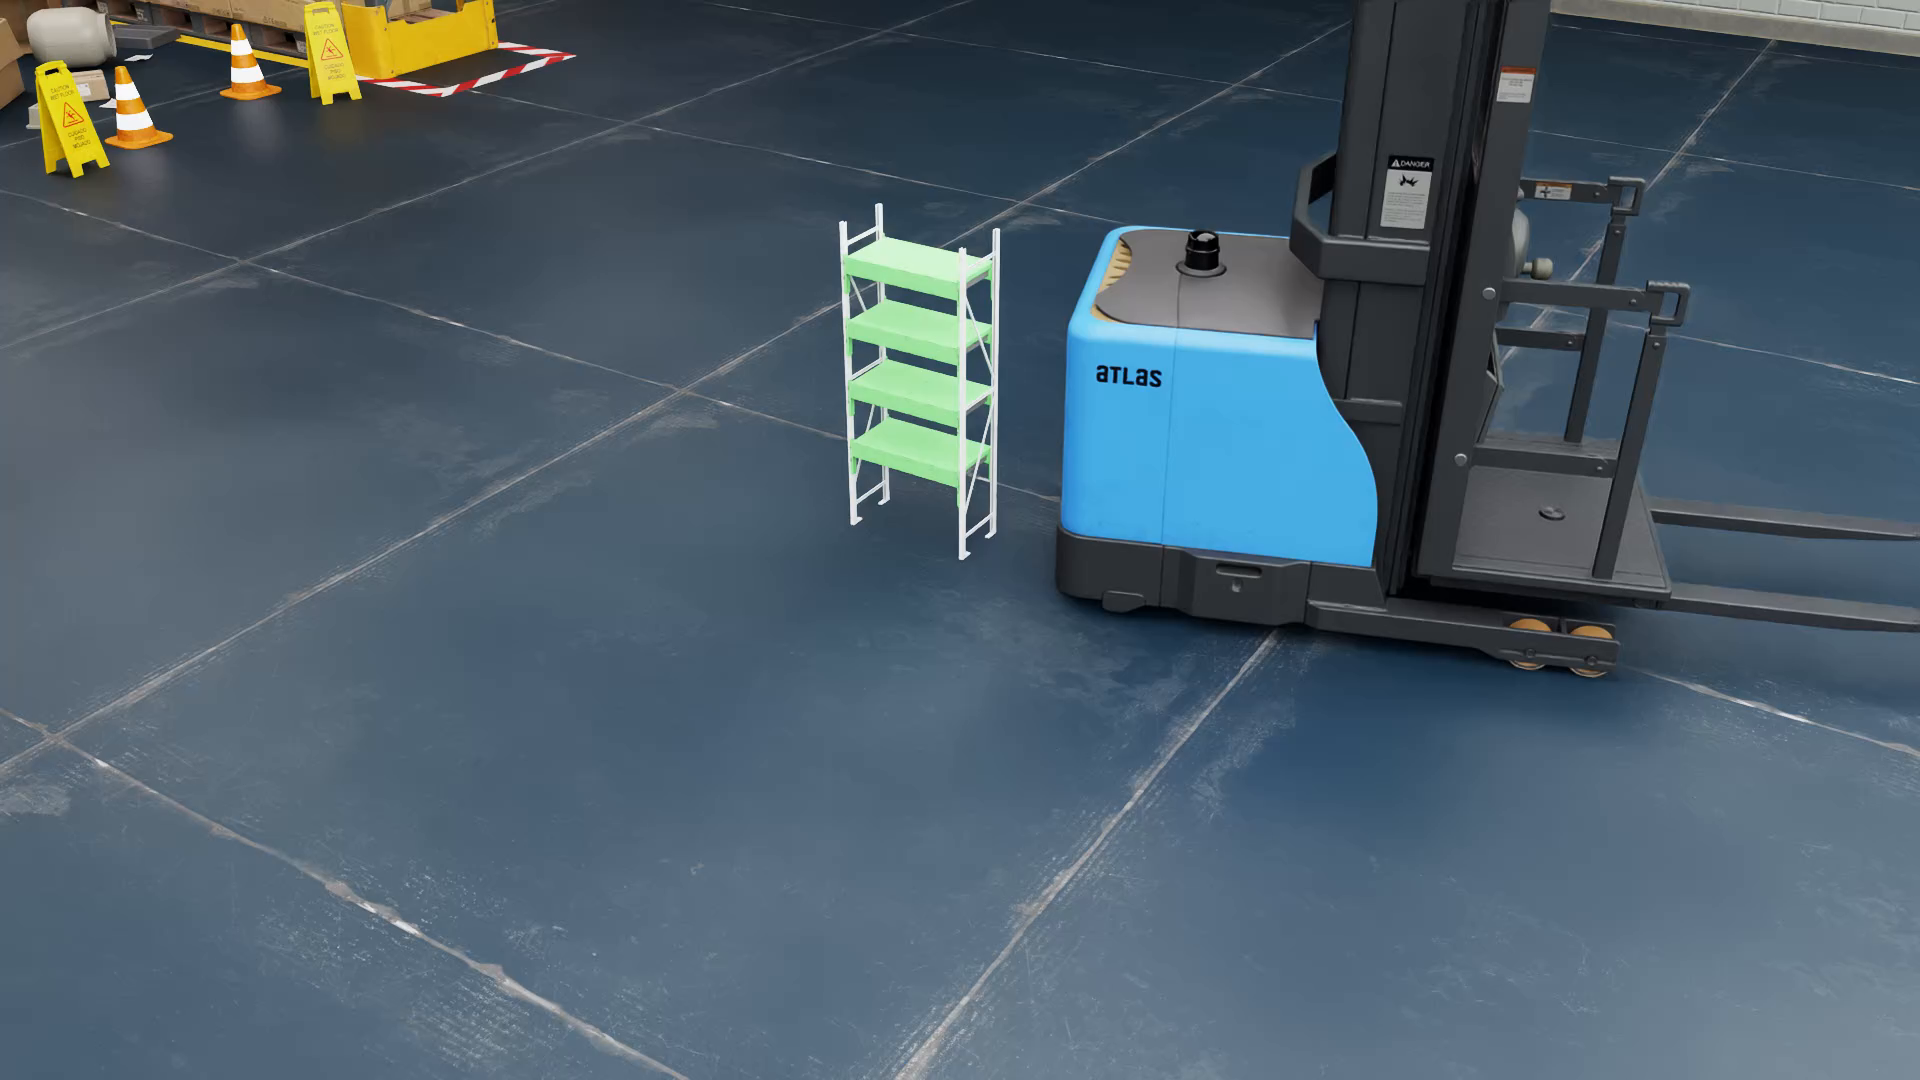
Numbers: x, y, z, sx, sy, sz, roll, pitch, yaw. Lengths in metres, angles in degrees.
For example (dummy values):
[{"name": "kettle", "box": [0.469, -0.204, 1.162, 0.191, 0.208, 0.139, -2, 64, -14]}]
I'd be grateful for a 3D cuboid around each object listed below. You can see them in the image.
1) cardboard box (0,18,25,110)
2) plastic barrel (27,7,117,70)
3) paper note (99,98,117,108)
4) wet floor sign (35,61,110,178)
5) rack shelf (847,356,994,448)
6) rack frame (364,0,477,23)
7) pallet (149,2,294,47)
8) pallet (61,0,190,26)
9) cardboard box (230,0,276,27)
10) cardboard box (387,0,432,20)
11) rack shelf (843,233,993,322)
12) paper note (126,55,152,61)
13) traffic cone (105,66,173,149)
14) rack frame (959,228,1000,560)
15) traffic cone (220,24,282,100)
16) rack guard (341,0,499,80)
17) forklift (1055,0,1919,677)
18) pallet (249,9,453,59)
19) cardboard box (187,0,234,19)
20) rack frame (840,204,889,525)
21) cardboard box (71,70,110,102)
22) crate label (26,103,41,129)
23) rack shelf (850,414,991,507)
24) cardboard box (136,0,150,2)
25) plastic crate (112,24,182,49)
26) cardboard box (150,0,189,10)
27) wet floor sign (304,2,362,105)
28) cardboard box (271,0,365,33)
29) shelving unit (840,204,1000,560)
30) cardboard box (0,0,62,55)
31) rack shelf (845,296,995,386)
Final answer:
[{"name": "cardboard box", "box": [-6.729, -3.165, 11.175, 0.637, 0.503, 0.797, -4, 30, -7]}, {"name": "plastic barrel", "box": [-6.449, -3.647, 12.082, 0.512, 0.421, 0.421, -9, 32, -15]}, {"name": "paper note", "box": [-5.754, -2.974, 11.318, 0.142, 0.019, 0.148, 6, 31, 10]}, {"name": "wet floor sign", "box": [-5.364, -2.533, 9.952, 0.232, 0.644, 0.267, 12, 32, 19]}, {"name": "rack shelf", "box": [-0.140, -0.507, 6.056, 0.480, 0.148, 0.258, 18, 35, 27]}, {"name": "rack frame", "box": [-3.895, -4.853, 11.592, 0.127, 3.000, 1.000, 18, 35, 27]}, {"name": "pallet", "box": [-5.658, -4.229, 13.289, 1.213, 0.211, 1.003, 18, 35, 27]}, {"name": "pallet", "box": [-6.695, -4.555, 13.848, 1.213, 0.211, 1.003, 18, 35, 27]}, {"name": "cardboard box", "box": [-5.157, -4.090, 12.597, 0.500, 0.250, 0.500, 18, 35, 28]}, {"name": "cardboard box", "box": [-4.431, -4.181, 12.751, 0.500, 0.250, 0.500, 17, 34, 27]}, {"name": "rack shelf", "box": [-0.140, -0.922, 5.814, 0.480, 0.148, 0.258, 18, 35, 27]}, {"name": "paper note", "box": [-6.116, -3.598, 12.387, 0.148, 0.019, 0.142, 6, 31, 10]}, {"name": "traffic cone", "box": [-5.247, -2.757, 10.516, 0.334, 0.463, 0.336, 18, 35, 27]}, {"name": "rack frame", "box": [0.066, -0.497, 5.912, 0.015, 1.200, 0.240, 18, 35, 27]}, {"name": "traffic cone", "box": [-4.945, -3.322, 11.485, 0.334, 0.463, 0.336, 18, 35, 27]}, {"name": "rack guard", "box": [-3.959, -3.793, 12.256, 0.348, 0.500, 1.175, 18, 35, 27]}, {"name": "forklift", "box": [1.906, -1.109, 5.242, 3.031, 2.935, 1.130, 6, 31, 11]}, {"name": "pallet", "box": [-4.629, -3.901, 12.728, 1.213, 0.211, 1.003, 18, 35, 27]}, {"name": "cardboard box", "box": [-5.603, -4.228, 12.833, 0.500, 0.250, 0.500, 16, 34, 26]}, {"name": "rack frame", "box": [-0.347, -0.628, 6.136, 0.015, 1.200, 0.240, 18, 35, 27]}, {"name": "cardboard box", "box": [-6.078, -3.110, 11.434, 0.380, 0.149, 0.250, -15, 33, -24]}, {"name": "crate label", "box": [-5.946, -2.800, 10.914, 0.298, 0.136, 0.250, 1, 30, 2]}, {"name": "rack shelf", "box": [-0.140, -0.300, 6.177, 0.480, 0.148, 0.258, 18, 35, 27]}, {"name": "cardboard box", "box": [-6.468, -4.507, 13.310, 0.500, 0.250, 0.500, 20, 36, 30]}, {"name": "plastic crate", "box": [-6.389, -3.893, 12.843, 0.583, 0.080, 0.402, 6, 31, 10]}, {"name": "cardboard box", "box": [-6.018, -4.366, 13.068, 0.500, 0.250, 0.500, 17, 34, 27]}, {"name": "wet floor sign", "box": [-4.303, -3.328, 11.315, 0.267, 0.644, 0.232, -21, 36, -32]}, {"name": "cardboard box", "box": [-4.743, -3.955, 12.364, 0.500, 0.250, 0.500, 17, 34, 27]}, {"name": "shelving unit", "box": [-0.140, -0.563, 6.024, 0.503, 1.200, 0.258, 18, 35, 27]}, {"name": "cardboard box", "box": [-7.099, -3.978, 12.570, 0.500, 0.500, 0.500, -9, 32, -15]}, {"name": "rack shelf", "box": [-0.140, -0.715, 5.935, 0.480, 0.148, 0.258, 18, 35, 27]}]
